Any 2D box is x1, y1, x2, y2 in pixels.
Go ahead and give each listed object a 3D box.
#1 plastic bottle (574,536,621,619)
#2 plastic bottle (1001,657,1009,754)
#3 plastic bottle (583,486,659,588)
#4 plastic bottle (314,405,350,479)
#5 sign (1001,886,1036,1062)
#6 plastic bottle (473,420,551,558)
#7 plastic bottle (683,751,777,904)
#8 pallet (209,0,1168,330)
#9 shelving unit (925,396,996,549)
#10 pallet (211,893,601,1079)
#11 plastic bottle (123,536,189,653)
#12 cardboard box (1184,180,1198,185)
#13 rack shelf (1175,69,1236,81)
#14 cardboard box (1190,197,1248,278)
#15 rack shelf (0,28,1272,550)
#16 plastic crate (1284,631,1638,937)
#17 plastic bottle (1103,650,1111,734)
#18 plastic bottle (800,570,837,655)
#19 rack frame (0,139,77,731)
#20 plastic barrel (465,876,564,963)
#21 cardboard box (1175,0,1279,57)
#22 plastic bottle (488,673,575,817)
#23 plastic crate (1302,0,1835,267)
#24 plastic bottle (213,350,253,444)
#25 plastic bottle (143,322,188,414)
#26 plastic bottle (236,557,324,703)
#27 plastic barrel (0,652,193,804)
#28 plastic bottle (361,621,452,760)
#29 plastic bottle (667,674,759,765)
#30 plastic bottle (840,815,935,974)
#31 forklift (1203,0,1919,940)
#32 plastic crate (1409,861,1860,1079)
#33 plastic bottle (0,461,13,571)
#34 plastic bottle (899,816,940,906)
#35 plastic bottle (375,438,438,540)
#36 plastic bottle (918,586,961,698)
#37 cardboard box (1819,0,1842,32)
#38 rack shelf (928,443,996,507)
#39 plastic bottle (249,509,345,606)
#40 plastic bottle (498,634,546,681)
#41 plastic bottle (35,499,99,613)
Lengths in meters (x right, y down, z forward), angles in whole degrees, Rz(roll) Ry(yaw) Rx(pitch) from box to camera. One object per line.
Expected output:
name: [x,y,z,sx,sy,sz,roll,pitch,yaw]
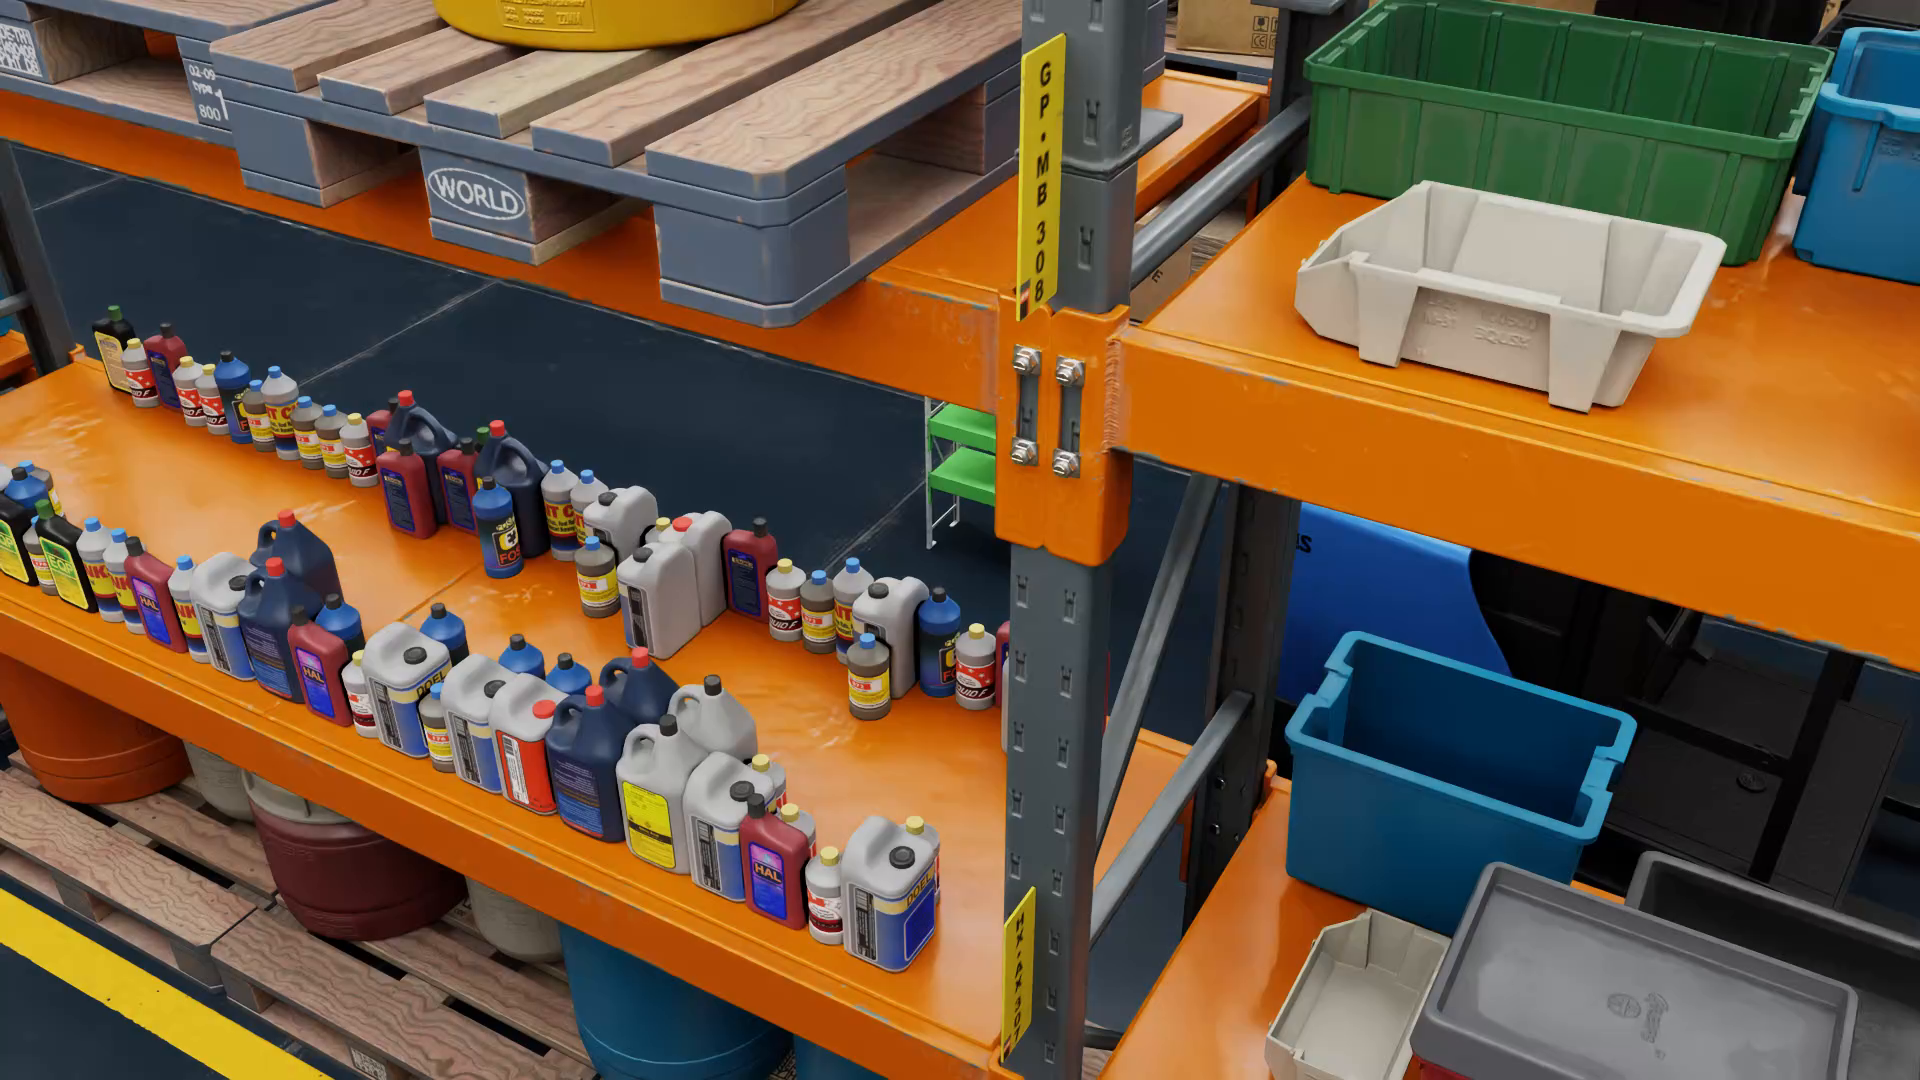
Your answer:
plastic bottle: [-0.894,0.084,4.097,0.097,0.201,0.097,0,34,0]
plastic bottle: [0.190,0.322,3.605,0.185,0.351,0.144,18,37,24]
plastic bottle: [-0.849,-0.012,4.174,0.135,0.276,0.152,18,37,24]
plastic bottle: [-1.742,-0.282,4.646,0.097,0.201,0.097,0,34,0]
sign: [0.095,0.714,2.722,0.005,0.325,0.100,18,37,24]
plastic bottle: [-1.154,-0.143,4.303,0.185,0.351,0.144,18,37,24]
plastic bottle: [-0.450,0.563,3.310,0.135,0.276,0.152,18,37,24]
pallet: [-0.360,-0.773,2.669,1.003,0.211,1.213,18,37,24]
shelving unit: [0.144,-0.454,6.349,0.503,1.200,0.258,18,37,24]
pallet: [-1.343,1.158,4.820,1.213,0.211,1.003,18,37,24]
plastic bottle: [-1.908,0.128,3.957,0.133,0.283,0.061,18,37,24]
cardboard box: [1.227,-1.935,8.132,0.500,0.250,0.500,17,37,24]
rack shelf: [1.094,-2.068,7.799,4.000,0.370,1.077,18,37,24]
cardboard box: [1.400,-1.236,7.758,0.500,0.500,0.500,18,38,25]
rack shelf: [-1.367,-0.934,3.389,4.000,0.370,1.077,18,37,24]
plastic crate: [0.944,0.511,3.237,0.575,0.384,0.392,18,37,24]
plastic bottle: [0.263,0.307,3.687,0.133,0.283,0.061,18,37,24]
plastic bottle: [-0.333,0.165,3.976,0.097,0.201,0.097,0,34,0]
rack frame: [-3.103,-0.535,4.847,0.127,3.000,1.000,18,37,24]
plastic barrel: [-1.155,0.875,4.596,0.421,0.512,0.421,0,34,0]
cardboard box: [1.266,-2.490,7.314,0.500,0.500,0.700,8,35,12]
plastic bottle: [-0.888,0.425,3.518,0.135,0.276,0.152,18,37,24]
plastic crate: [0.887,-0.624,2.466,0.662,0.188,0.450,18,37,24]
plastic bottle: [-2.080,-0.418,4.788,0.097,0.271,0.097,0,34,0]
plastic bottle: [-2.340,-0.517,4.925,0.133,0.283,0.061,18,37,24]
plastic bottle: [-1.547,0.187,3.807,0.185,0.351,0.144,18,37,24]
plastic barrel: [-2.670,0.320,5.143,0.708,0.830,0.600,18,37,24]
plastic bottle: [-1.206,0.324,3.669,0.135,0.276,0.152,18,37,24]
plastic bottle: [-0.519,0.421,3.456,0.185,0.351,0.144,18,37,24]
plastic bottle: [-0.133,0.664,3.159,0.135,0.276,0.152,18,37,24]
forklift: [2.325,-0.280,4.527,3.031,2.935,1.130,22,39,29]
plastic crate: [1.020,0.880,2.611,0.583,0.464,0.402,18,37,24]
plastic bottle: [-2.486,-0.082,4.278,0.135,0.276,0.152,18,37,24]
plastic bottle: [-0.087,0.630,3.277,0.097,0.201,0.097,0,34,0]
plastic bottle: [-1.459,-0.146,4.368,0.133,0.283,0.061,18,37,24]
plastic bottle: [-0.047,0.226,3.820,0.097,0.271,0.097,0,34,0]
cardboard box: [3.100,-2.010,6.070,0.500,0.500,0.500,19,38,26]
rack shelf: [0.144,-0.201,6.518,0.480,0.148,0.258,18,37,24]
plastic bottle: [-1.589,0.077,3.972,0.185,0.351,0.144,18,37,24]
plastic bottle: [-0.959,0.324,3.673,0.097,0.271,0.097,0,34,0]
plastic bottle: [-2.192,0.038,4.093,0.133,0.283,0.061,18,37,24]
